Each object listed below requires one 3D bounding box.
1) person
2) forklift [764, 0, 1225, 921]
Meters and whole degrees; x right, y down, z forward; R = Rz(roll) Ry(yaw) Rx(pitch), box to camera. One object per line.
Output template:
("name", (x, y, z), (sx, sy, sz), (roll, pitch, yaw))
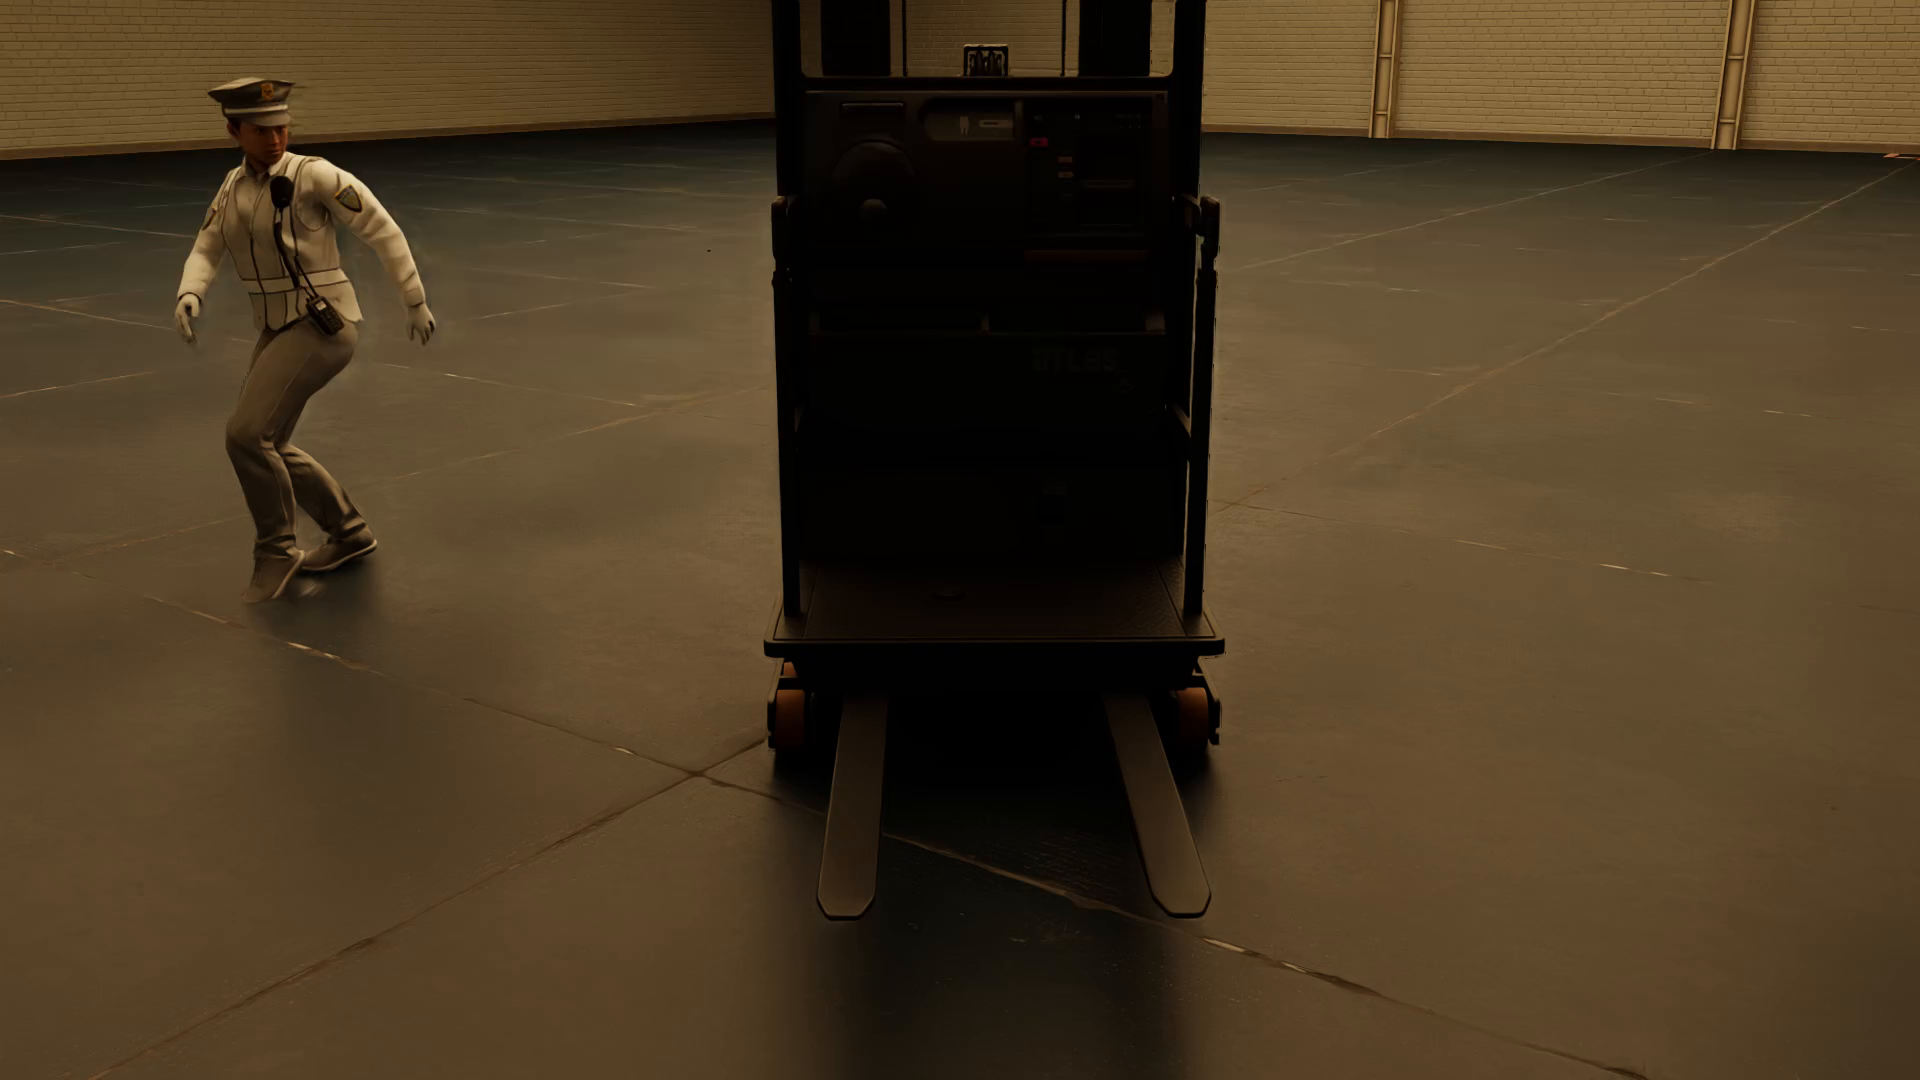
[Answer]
("person", (-2.134, -0.626, 5.352), (0.577, 1.666, 0.734), (15, 22, 40))
("forklift", (0.076, -0.959, 4.038), (1.130, 2.935, 3.031), (0, 17, -1))
